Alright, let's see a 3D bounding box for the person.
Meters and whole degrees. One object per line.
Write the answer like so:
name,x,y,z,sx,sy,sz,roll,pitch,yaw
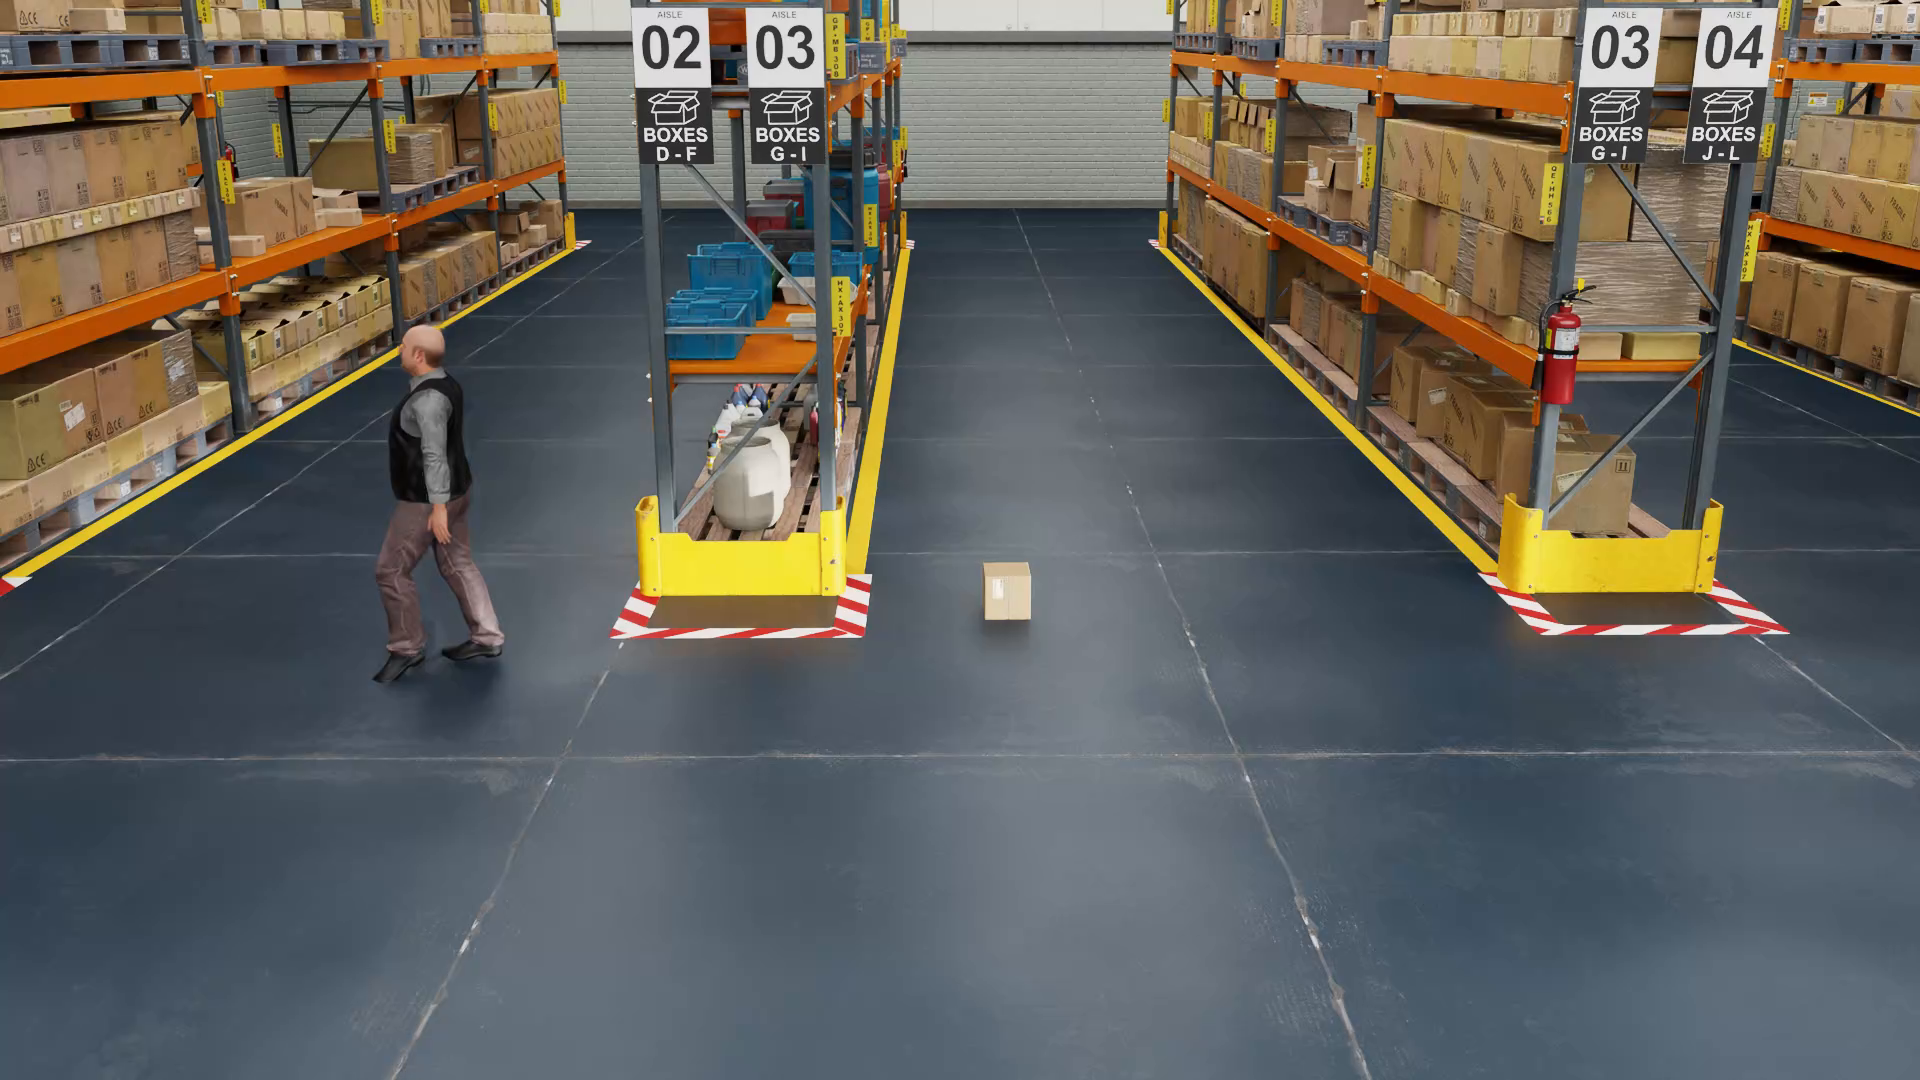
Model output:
person,-2.623,-0.173,8.198,0.633,1.784,0.579,-1,17,-3
